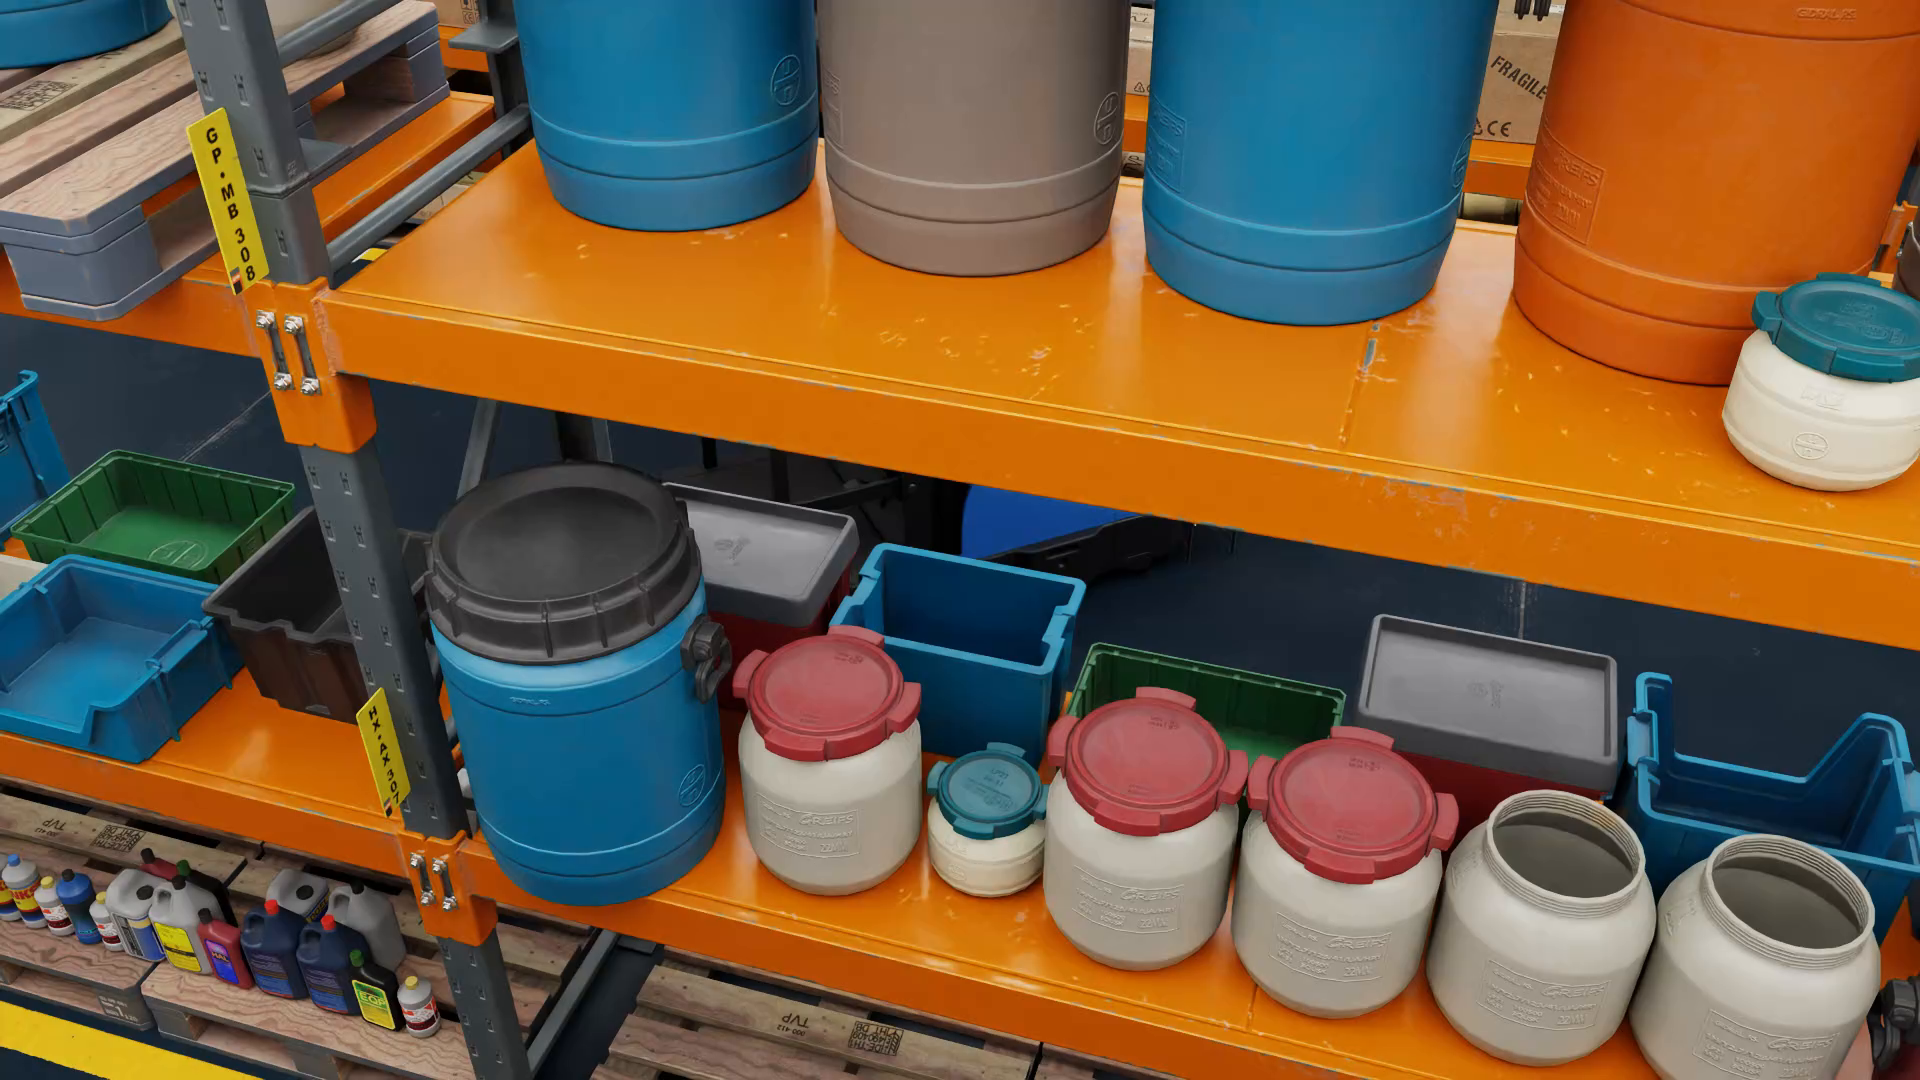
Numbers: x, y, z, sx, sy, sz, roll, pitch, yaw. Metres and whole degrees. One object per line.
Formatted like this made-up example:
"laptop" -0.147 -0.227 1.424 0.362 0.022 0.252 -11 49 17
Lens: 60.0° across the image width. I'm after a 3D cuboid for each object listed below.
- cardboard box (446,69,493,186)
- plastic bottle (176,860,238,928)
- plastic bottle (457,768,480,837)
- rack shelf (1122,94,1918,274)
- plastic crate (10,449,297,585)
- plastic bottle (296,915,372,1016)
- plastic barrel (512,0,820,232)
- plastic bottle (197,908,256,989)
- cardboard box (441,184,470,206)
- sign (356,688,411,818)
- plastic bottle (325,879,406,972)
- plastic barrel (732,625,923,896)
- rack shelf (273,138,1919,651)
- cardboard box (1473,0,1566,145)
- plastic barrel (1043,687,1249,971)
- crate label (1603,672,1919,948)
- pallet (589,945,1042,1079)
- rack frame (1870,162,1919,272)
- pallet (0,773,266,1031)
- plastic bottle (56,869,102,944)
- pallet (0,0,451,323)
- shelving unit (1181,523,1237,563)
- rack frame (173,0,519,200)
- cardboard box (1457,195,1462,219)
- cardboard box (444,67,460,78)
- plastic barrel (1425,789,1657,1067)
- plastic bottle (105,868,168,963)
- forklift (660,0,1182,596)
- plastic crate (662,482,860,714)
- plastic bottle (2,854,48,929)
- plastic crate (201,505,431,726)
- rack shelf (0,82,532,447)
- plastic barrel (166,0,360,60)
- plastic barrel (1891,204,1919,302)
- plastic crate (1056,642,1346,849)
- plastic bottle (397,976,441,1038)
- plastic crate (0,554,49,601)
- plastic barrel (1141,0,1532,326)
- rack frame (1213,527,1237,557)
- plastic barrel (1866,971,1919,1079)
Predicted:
"cardboard box" -2.561 -2.271 9.138 0.500 0.500 0.500 10 38 14
"plastic bottle" -2.333 1.106 5.137 0.133 0.283 0.061 10 38 14
"plastic bottle" -1.638 0.867 5.468 0.135 0.276 0.152 12 38 16
"rack shelf" 2.242 -1.865 7.861 4.000 0.370 1.077 10 38 14
"plastic crate" -2.359 -0.021 4.927 0.662 0.188 0.450 10 38 14
"plastic bottle" -1.848 1.232 4.909 0.185 0.351 0.144 10 37 13
"plastic barrel" -0.597 -1.149 3.328 0.708 0.901 0.600 10 38 14
"plastic bottle" -2.199 1.220 4.982 0.133 0.283 0.061 13 38 17
"cardboard box" -2.561 -1.970 9.362 0.500 0.250 0.500 10 38 14
"sign" -1.322 0.491 3.818 0.005 0.325 0.100 10 38 14
"plastic bottle" -1.805 1.151 5.020 0.185 0.351 0.144 10 38 14
"plastic barrel" -0.300 0.532 3.882 0.433 0.535 0.433 0 36 0
"rack shelf" 0.762 -0.271 3.165 4.000 0.370 1.077 10 38 14
"cardboard box" 2.545 -2.129 7.528 0.500 0.500 0.500 9 37 11
"plastic barrel" 0.401 0.662 3.706 0.433 0.535 0.433 0 36 0
"crate label" 1.803 0.658 3.796 0.616 0.435 0.502 10 38 14
"pallet" -0.386 1.533 4.989 1.213 0.211 1.003 10 38 14
"rack frame" 4.151 -1.801 7.167 0.127 3.000 1.000 10 38 14
"pallet" -2.944 1.060 5.632 1.213 0.211 1.003 10 38 14
"plastic bottle" -2.712 1.119 5.130 0.097 0.271 0.097 0 36 0
"pallet" -1.865 -0.911 3.586 1.003 0.211 1.213 10 38 14
"shelving unit" 1.052 -0.347 6.959 0.210 0.900 0.258 -8 37 -12
"rack frame" -1.147 -2.123 2.542 0.127 3.000 1.000 10 38 14
"cardboard box" 2.258 -1.618 8.410 0.500 0.311 0.500 10 38 13
"cardboard box" -2.884 -2.653 9.657 0.500 0.500 0.500 10 38 14
"plastic barrel" 1.223 0.820 3.511 0.421 0.512 0.421 0 36 0
"plastic bottle" -2.493 1.140 5.097 0.135 0.276 0.152 11 38 15
"forklift" -0.617 -1.002 6.139 3.031 2.935 1.130 -15 39 -19
"plastic crate" -0.594 0.180 4.421 0.583 0.464 0.402 10 38 14
"plastic bottle" -2.905 1.083 5.178 0.097 0.271 0.097 0 36 0
"plastic crate" -1.609 0.154 4.563 0.504 0.338 0.767 10 38 14
"rack shelf" -3.056 -0.978 4.125 4.000 0.370 1.077 10 38 14
"plastic barrel" -1.500 -1.316 3.528 0.421 0.512 0.421 0 36 0
"plastic barrel" 1.951 -0.677 2.687 0.600 0.901 0.600 0 36 0
"plastic crate" 0.599 0.527 4.182 0.662 0.188 0.450 10 38 14
"plastic bottle" -1.587 1.355 4.867 0.097 0.201 0.097 0 36 0
"plastic crate" -2.773 0.256 4.594 0.437 0.136 0.530 10 38 14
"plastic barrel" 0.651 -0.918 3.014 0.708 0.901 0.600 10 38 14
"rack frame" 1.151 -0.361 6.981 0.006 0.900 0.240 -8 37 -12
"plastic barrel" 2.137 1.035 3.198 0.708 0.536 0.600 10 38 14
